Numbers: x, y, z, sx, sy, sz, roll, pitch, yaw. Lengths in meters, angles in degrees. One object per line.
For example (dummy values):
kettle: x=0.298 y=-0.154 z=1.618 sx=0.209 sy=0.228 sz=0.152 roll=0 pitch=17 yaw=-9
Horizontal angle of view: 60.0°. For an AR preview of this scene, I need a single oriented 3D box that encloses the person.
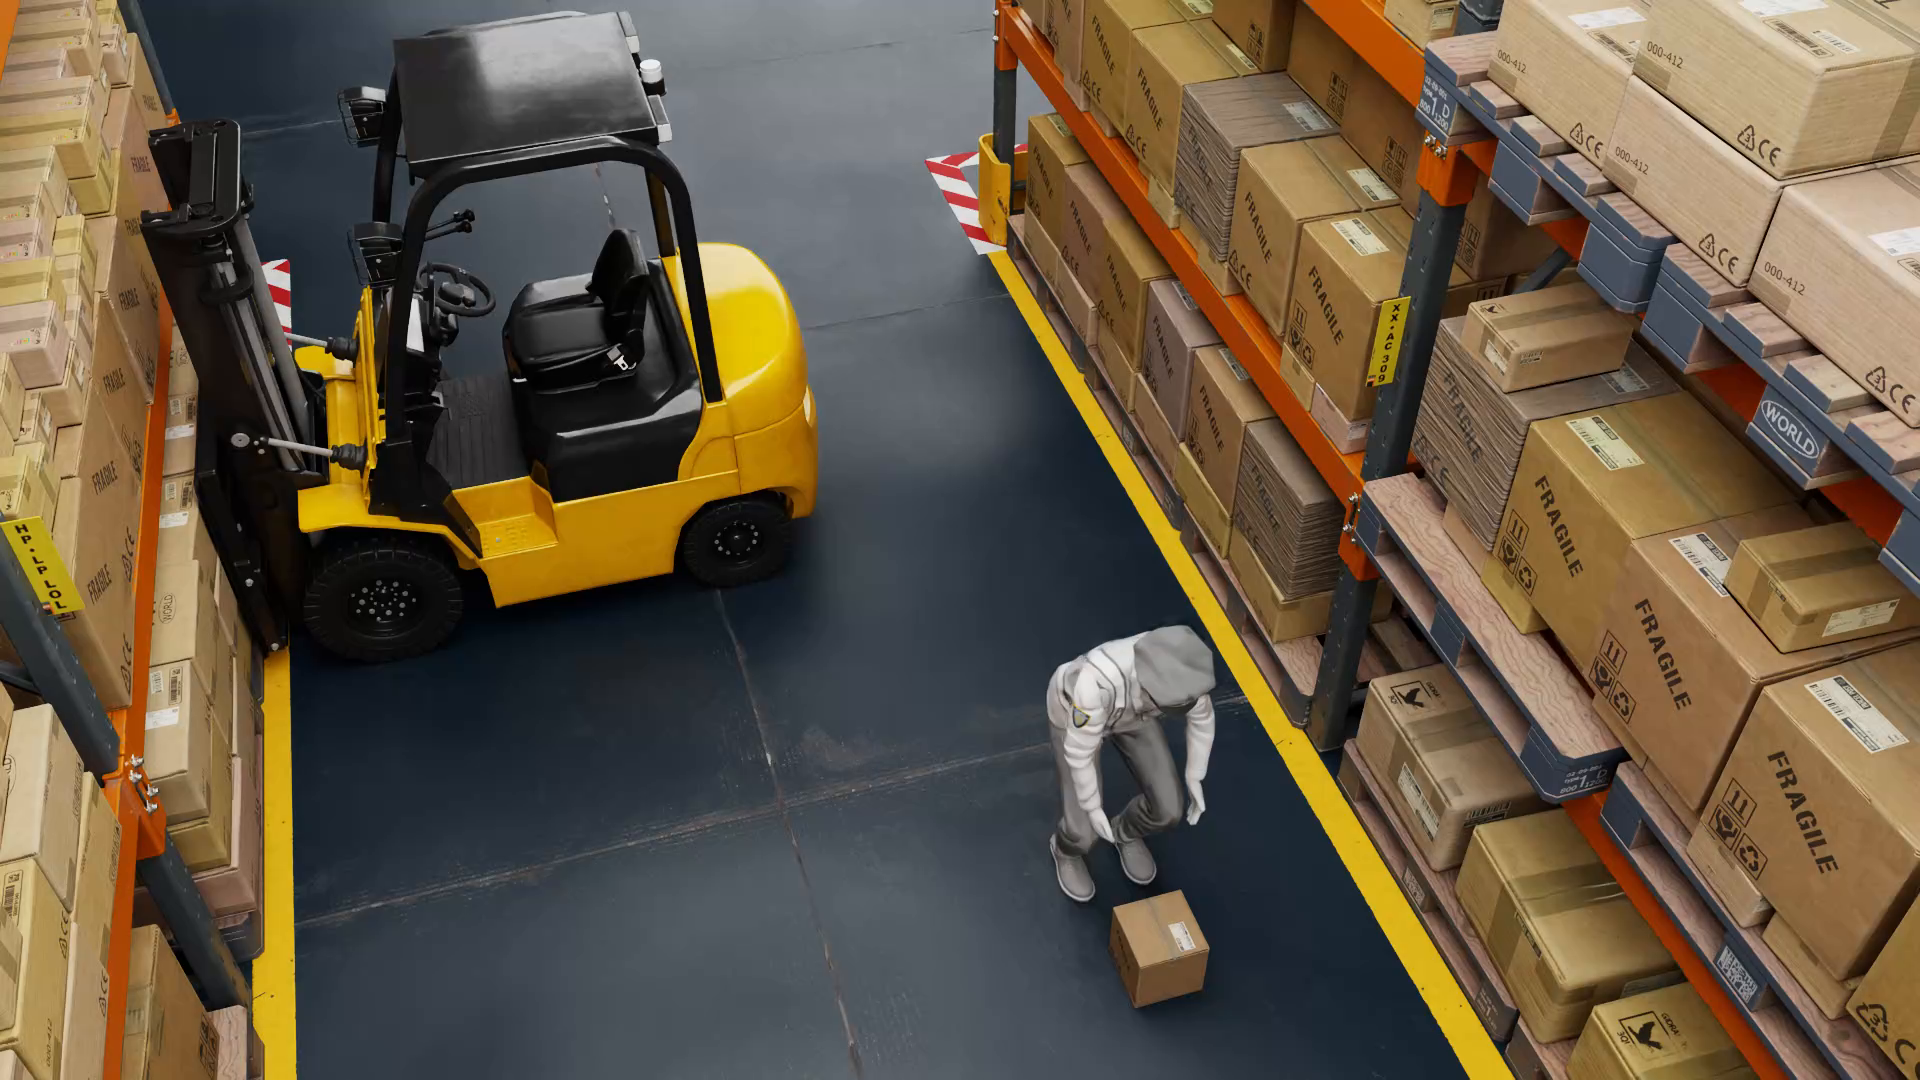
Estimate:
person: x=0.573 y=0.705 z=5.591 sx=0.535 sy=1.403 sz=0.692 roll=-12 pitch=44 yaw=-13
